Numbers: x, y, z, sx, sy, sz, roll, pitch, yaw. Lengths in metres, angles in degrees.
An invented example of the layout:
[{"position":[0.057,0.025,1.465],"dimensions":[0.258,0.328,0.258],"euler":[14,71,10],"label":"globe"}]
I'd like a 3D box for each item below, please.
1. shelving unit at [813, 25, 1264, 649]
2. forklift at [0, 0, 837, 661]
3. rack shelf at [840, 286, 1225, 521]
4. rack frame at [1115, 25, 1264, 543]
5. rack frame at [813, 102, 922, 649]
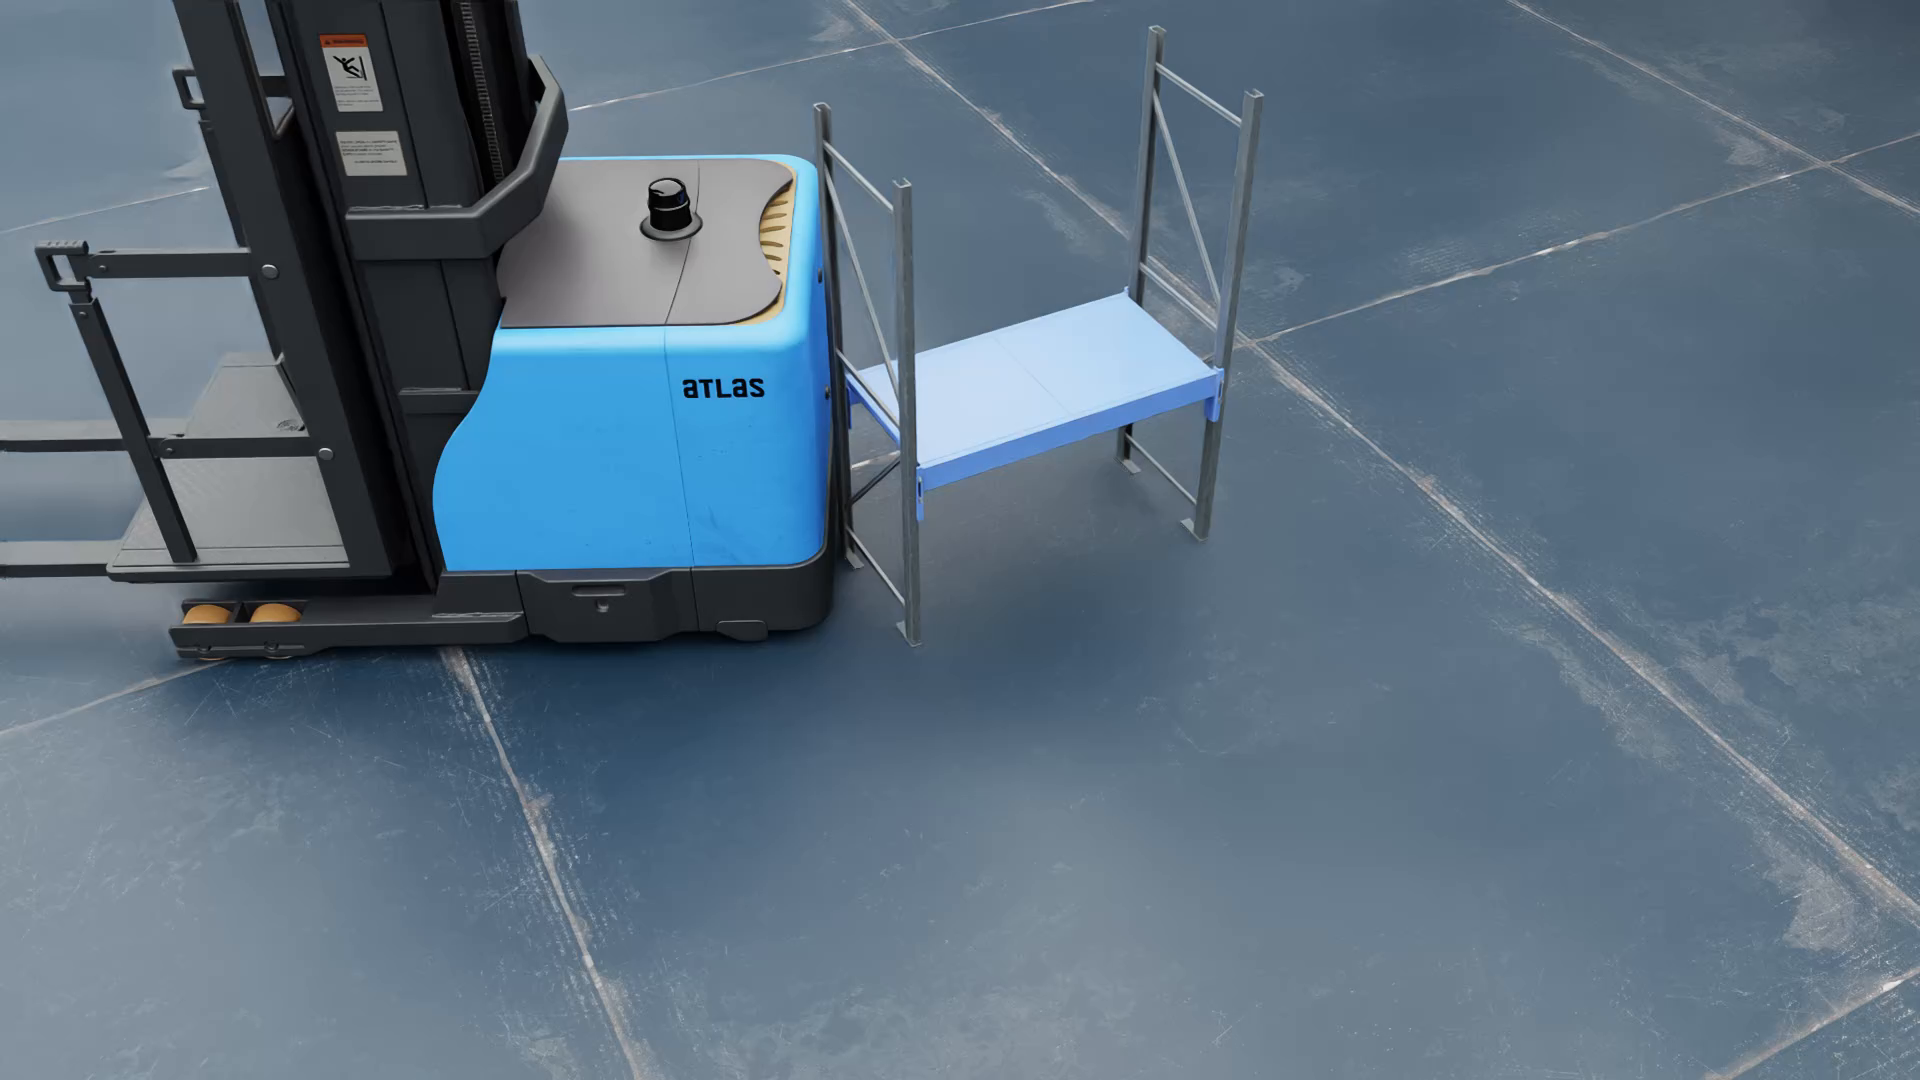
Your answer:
[{"position":[0.204,-0.556,4.746],"dimensions":[1.048,1.500,0.538],"euler":[-19,44,-21],"label":"shelving unit"},{"position":[-1.906,-1.116,4.300],"dimensions":[3.031,2.935,1.130],"euler":[-1,40,-1],"label":"forklift"},{"position":[0.204,-0.419,4.862],"dimensions":[1.000,0.185,0.538],"euler":[-19,44,-21],"label":"rack shelf"},{"position":[0.653,-0.711,4.929],"dimensions":[0.032,1.500,0.500],"euler":[-19,44,-21],"label":"rack frame"},{"position":[-0.244,-0.401,4.563],"dimensions":[0.032,1.500,0.500],"euler":[-19,44,-21],"label":"rack frame"}]
